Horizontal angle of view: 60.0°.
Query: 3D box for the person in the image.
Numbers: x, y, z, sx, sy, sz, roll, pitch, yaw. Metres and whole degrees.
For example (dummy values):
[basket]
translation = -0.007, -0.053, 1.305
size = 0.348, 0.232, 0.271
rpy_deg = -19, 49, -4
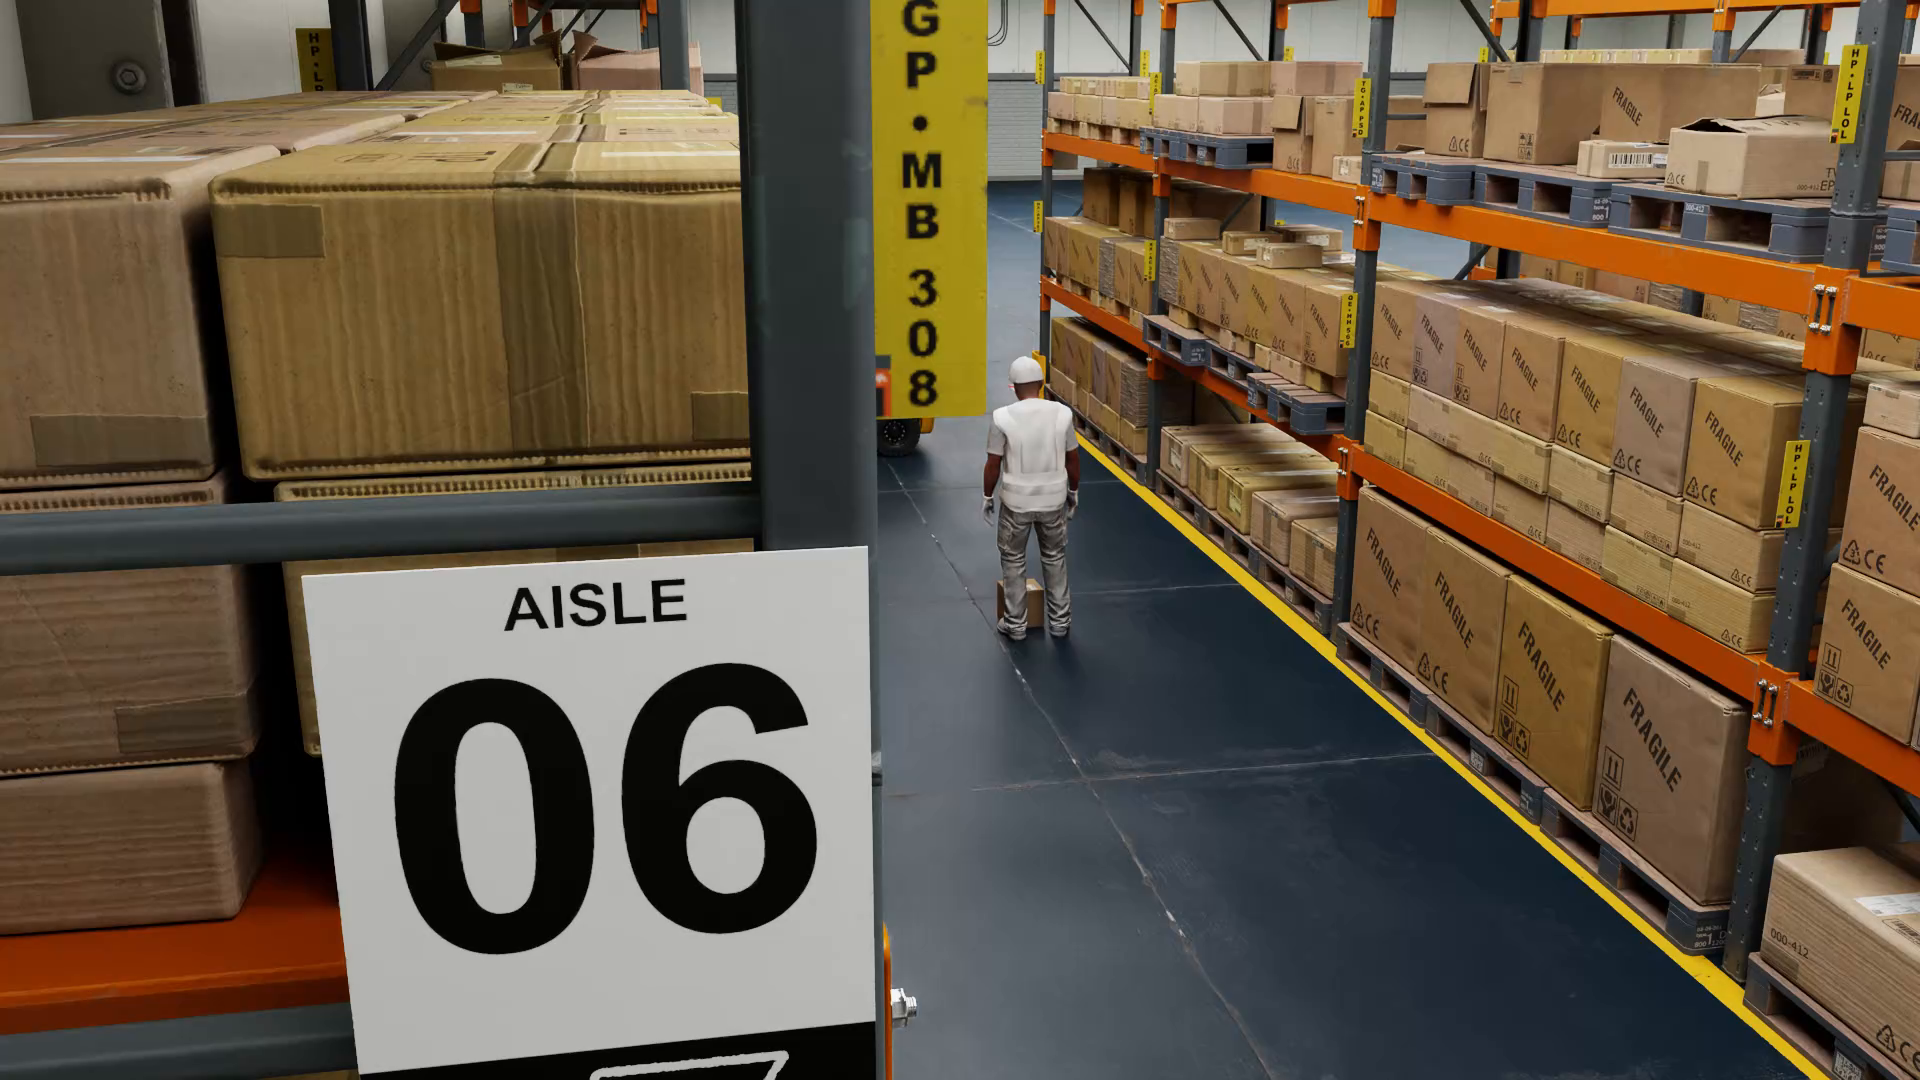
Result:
[person]
translation = 0.445, -0.255, 10.394
size = 0.629, 1.774, 0.453
rpy_deg = -3, 17, -12
